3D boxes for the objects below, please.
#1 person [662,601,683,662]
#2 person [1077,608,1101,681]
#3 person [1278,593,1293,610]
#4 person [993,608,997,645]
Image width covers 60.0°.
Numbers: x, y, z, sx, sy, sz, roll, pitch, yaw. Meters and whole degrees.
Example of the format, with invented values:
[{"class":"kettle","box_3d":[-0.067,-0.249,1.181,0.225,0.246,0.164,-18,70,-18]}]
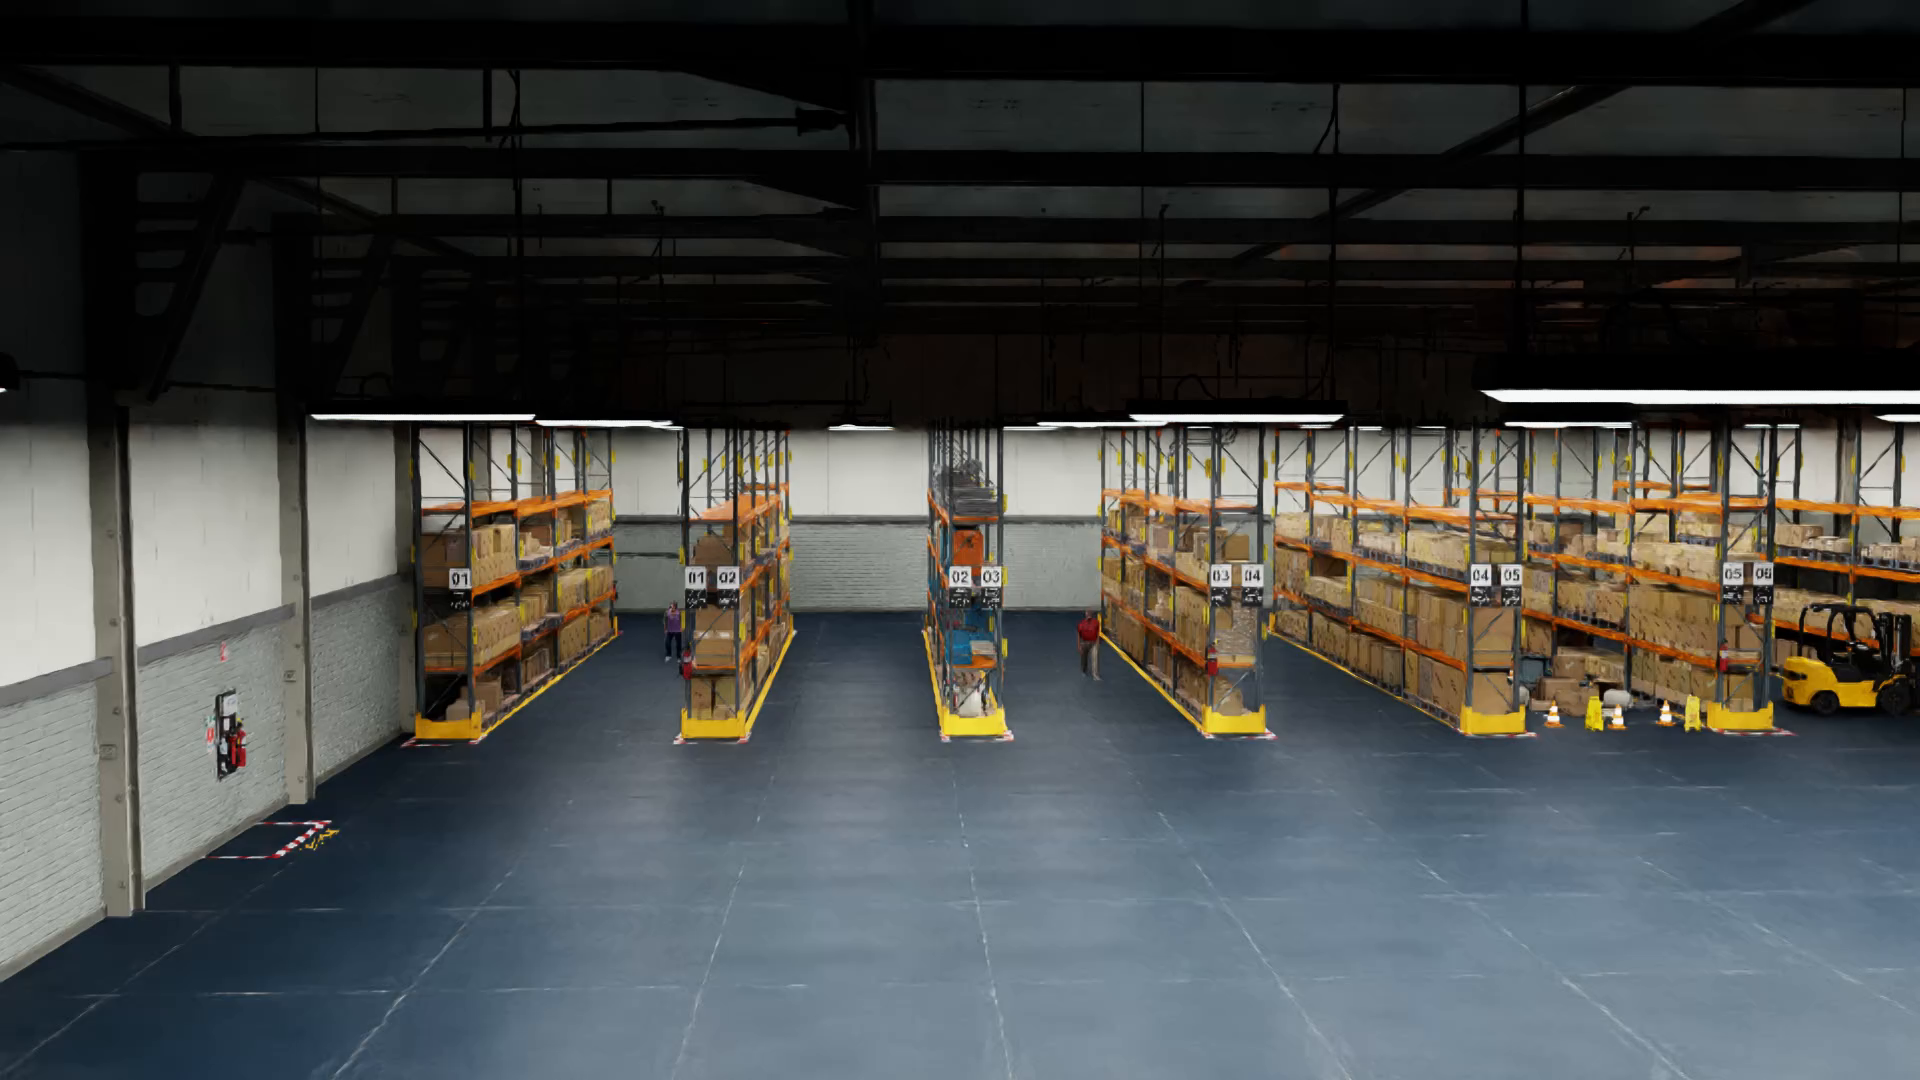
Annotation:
[{"class":"person","box_3d":[-7.106,2.270,41.280,0.566,1.534,0.519,0,4,-5]},{"class":"person","box_3d":[2.958,2.387,38.272,0.542,1.645,1.126,0,4,-1]},{"class":"person","box_3d":[9.600,1.701,48.866,0.422,1.658,0.608,-2,4,-32]},{"class":"person","box_3d":[0.722,2.017,44.511,0.494,1.612,0.936,-2,4,-26]}]
